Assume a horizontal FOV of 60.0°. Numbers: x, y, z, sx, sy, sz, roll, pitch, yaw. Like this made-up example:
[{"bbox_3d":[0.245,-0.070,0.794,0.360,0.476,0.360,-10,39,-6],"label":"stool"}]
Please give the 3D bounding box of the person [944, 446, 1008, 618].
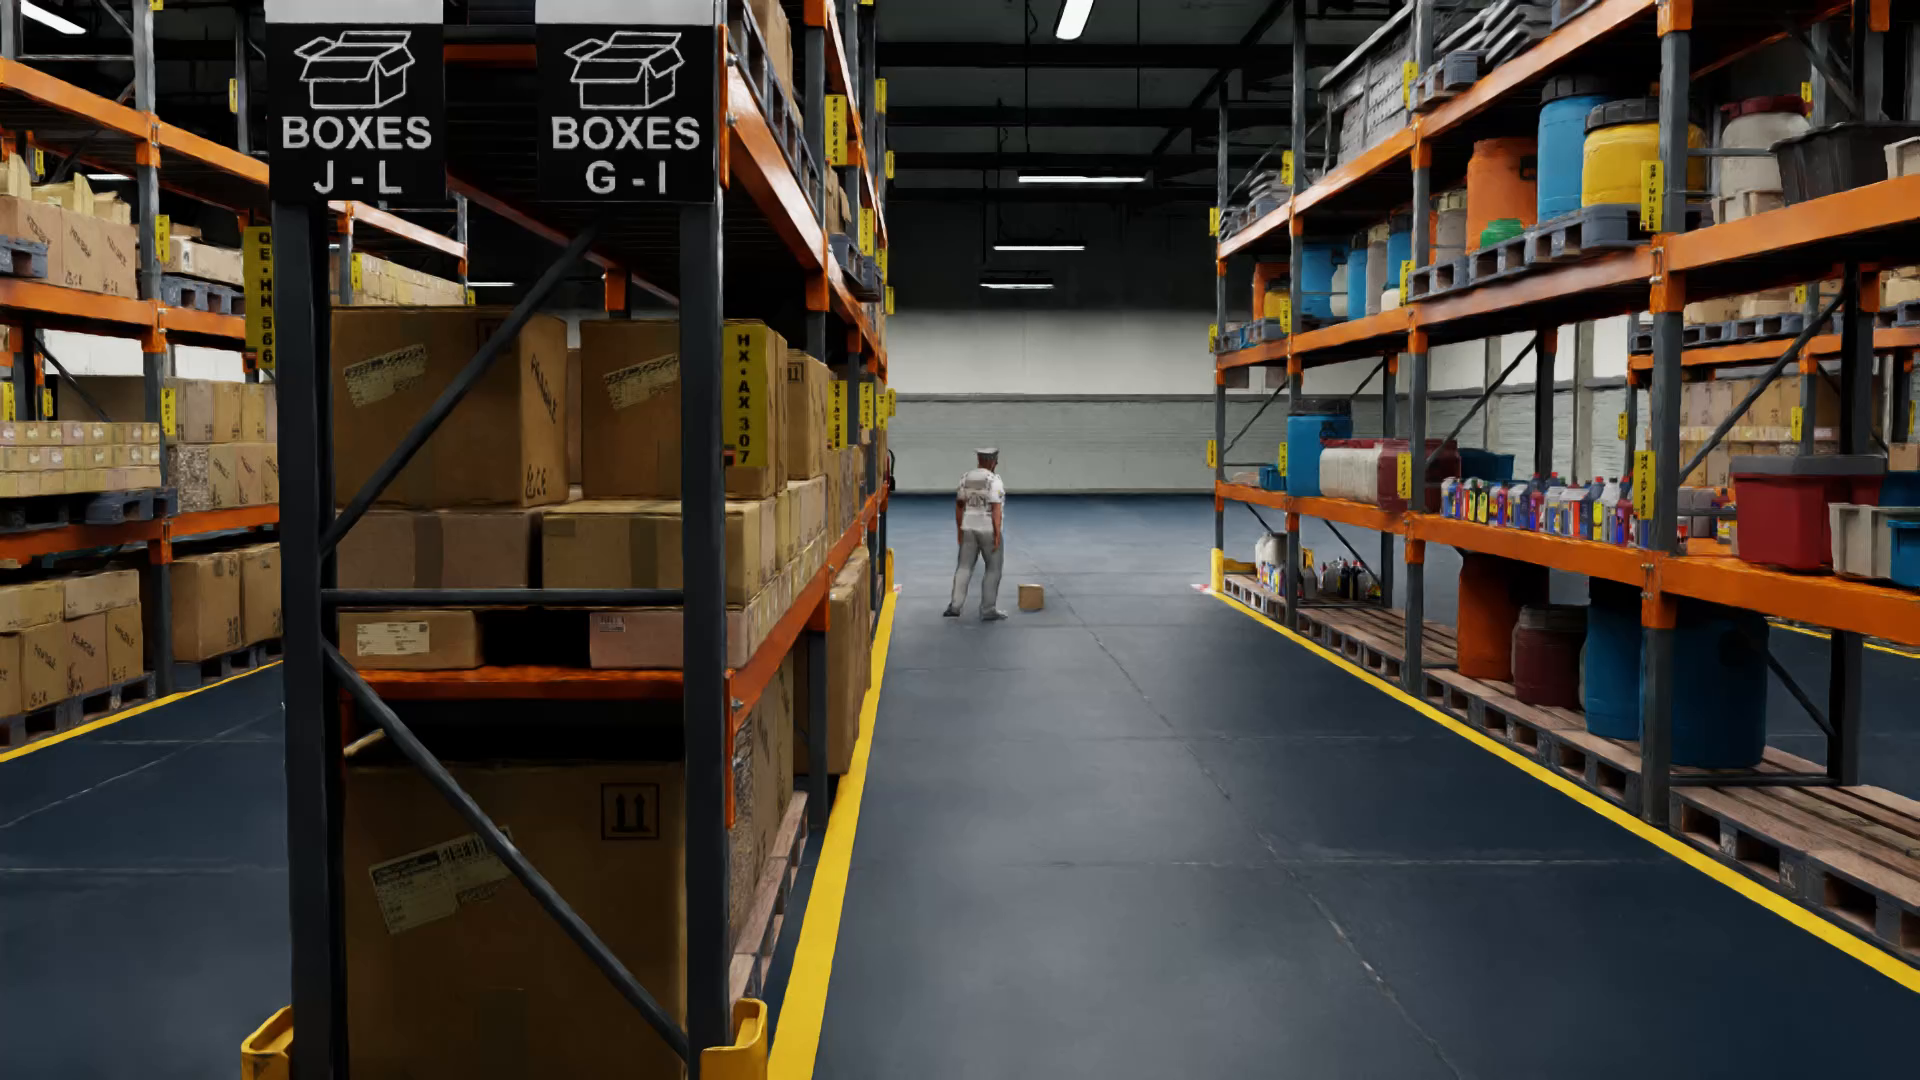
[{"bbox_3d":[0.168,-0.072,16.775,0.609,1.744,0.633,2,4,31],"label":"person"}]
